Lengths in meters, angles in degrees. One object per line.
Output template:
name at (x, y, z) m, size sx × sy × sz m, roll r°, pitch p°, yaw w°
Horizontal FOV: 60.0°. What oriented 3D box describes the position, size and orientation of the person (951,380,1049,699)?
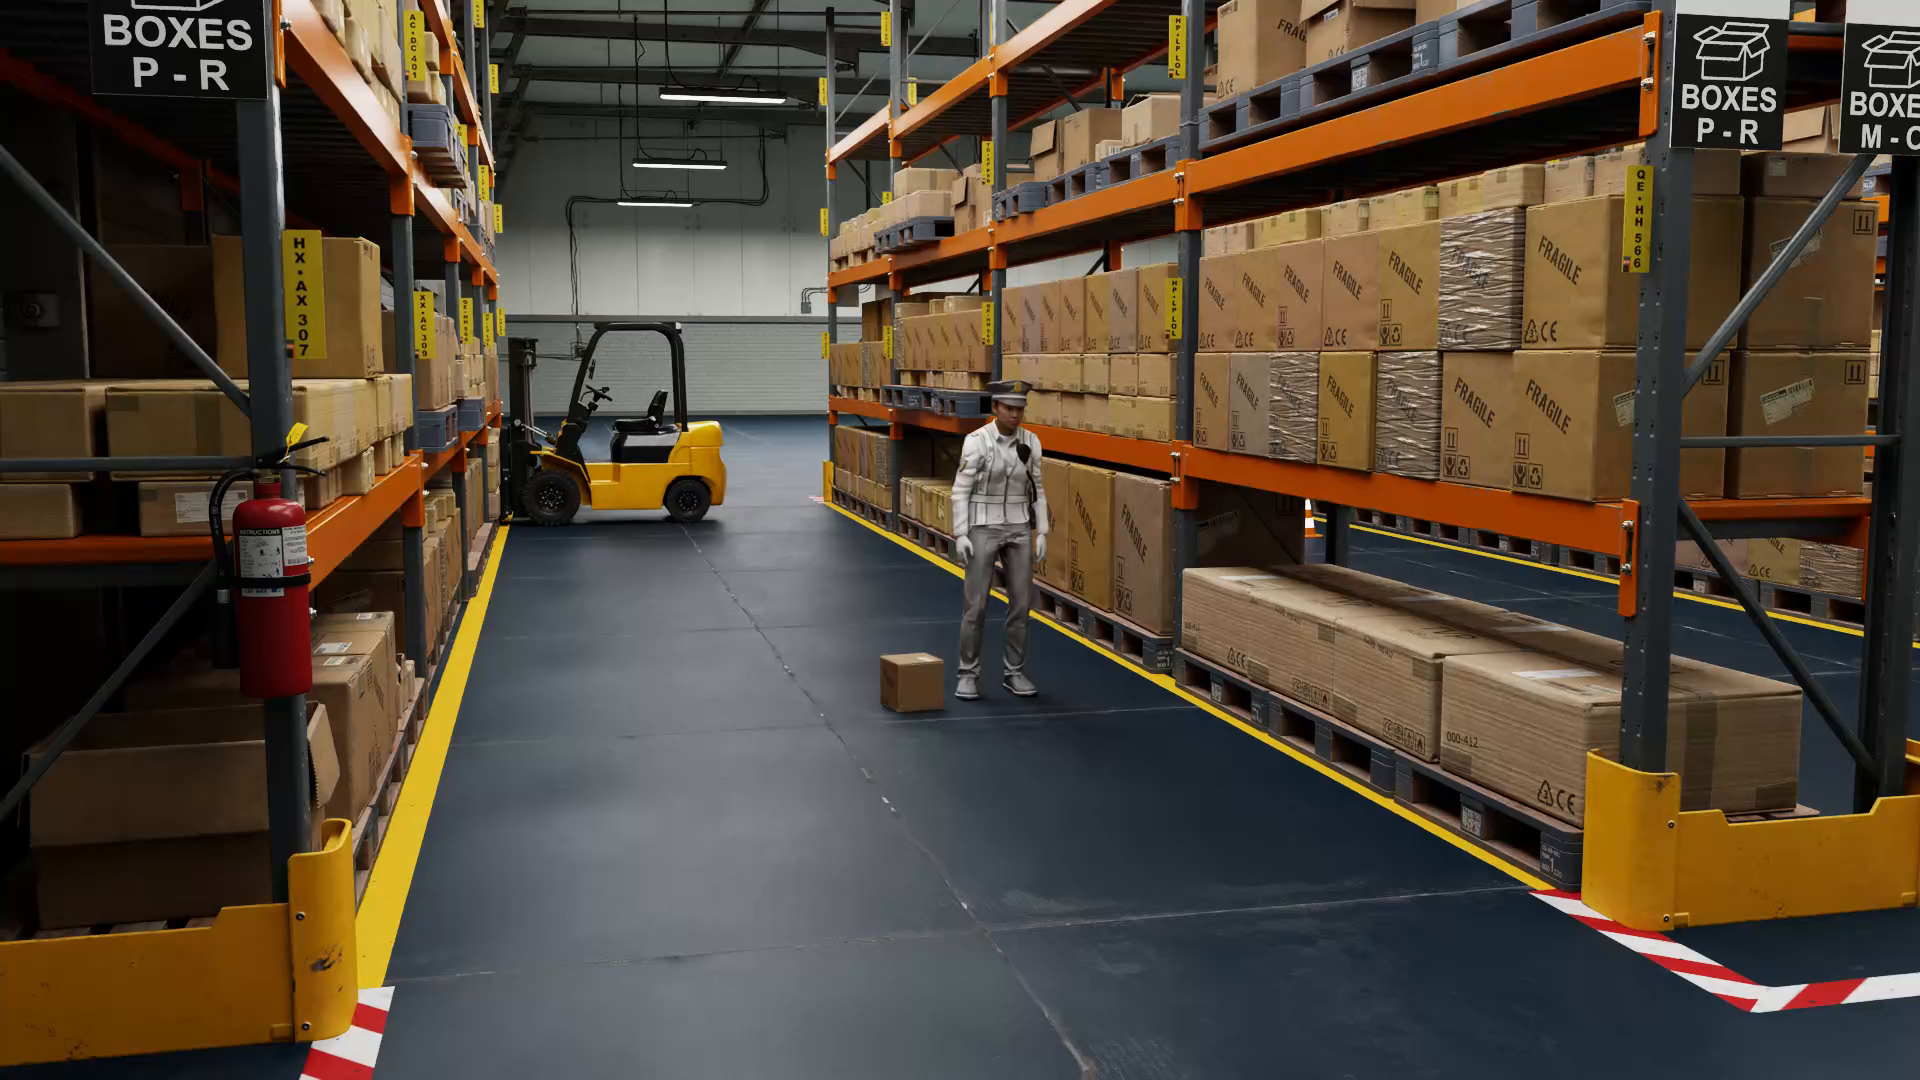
person at (0.219, -0.011, 8.769) m, size 0.547 × 1.663 × 0.346 m, roll -2°, pitch 7°, yaw -17°
